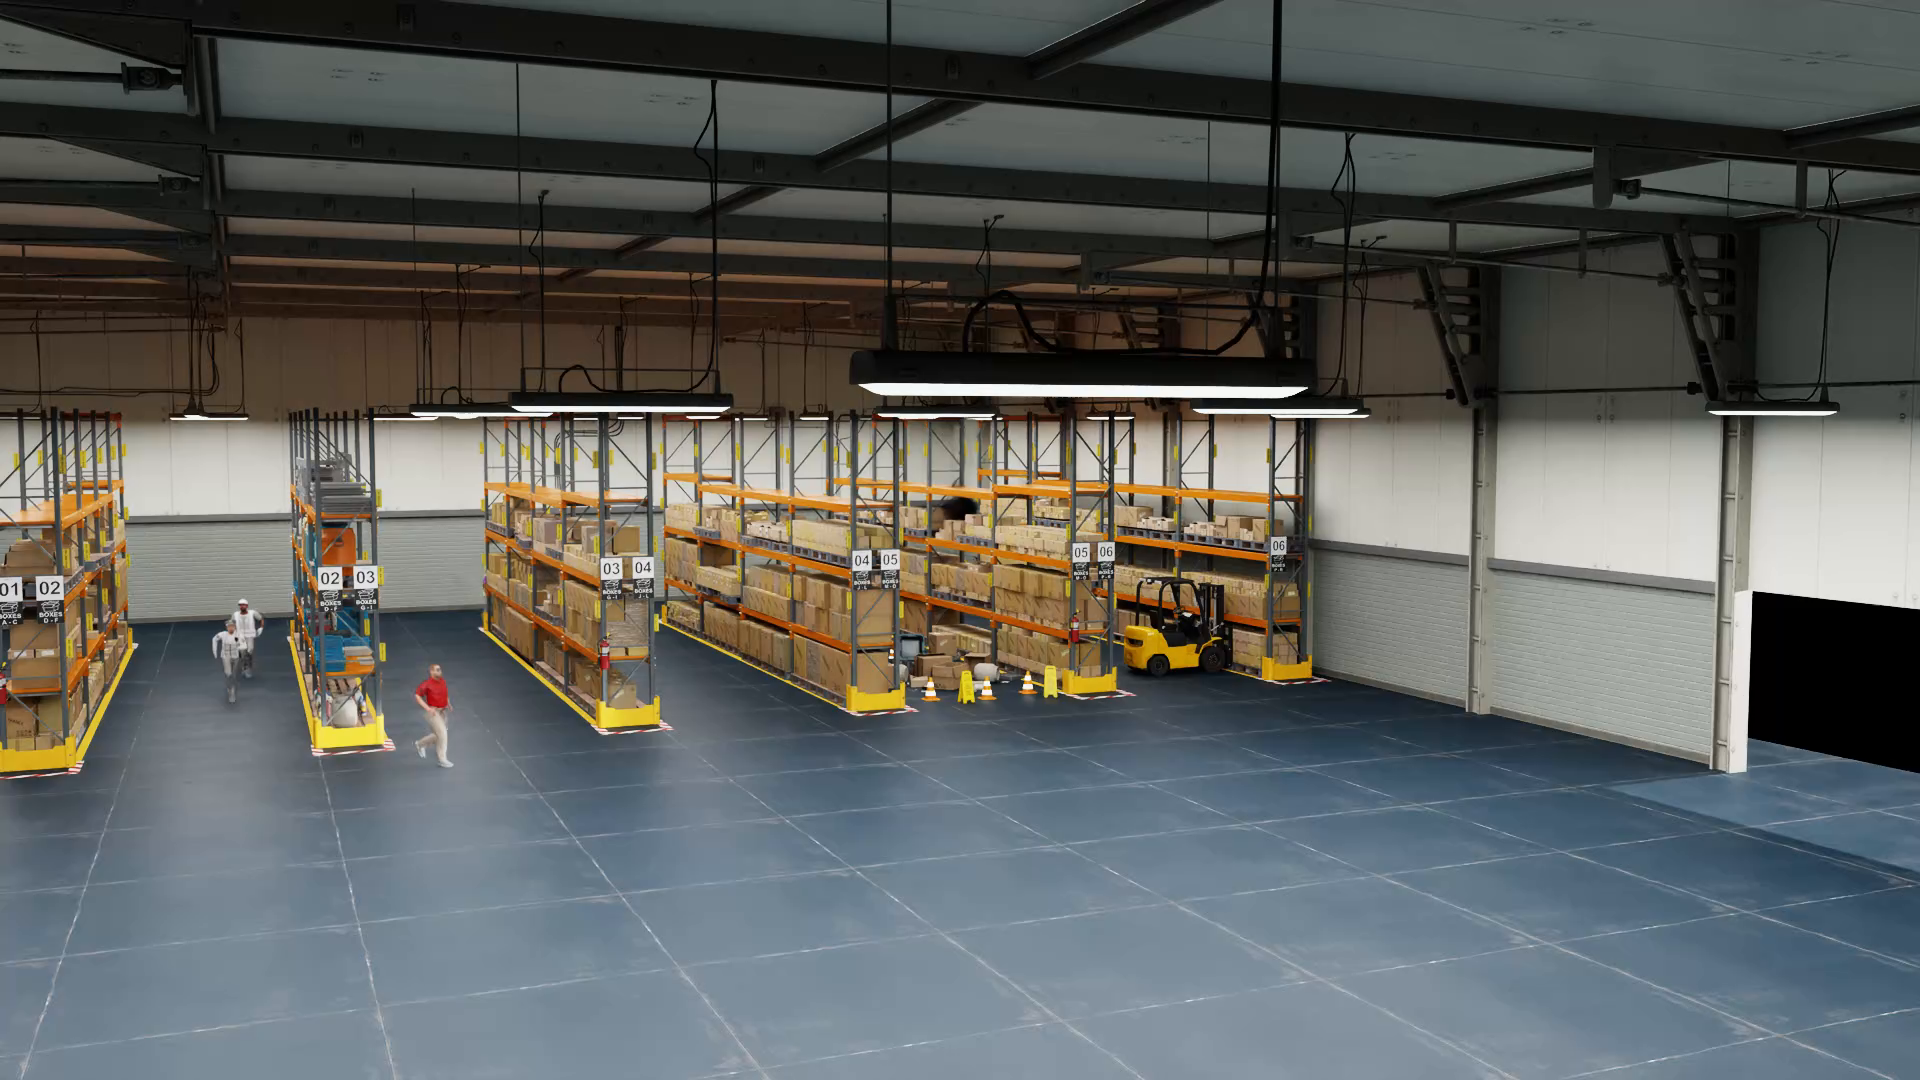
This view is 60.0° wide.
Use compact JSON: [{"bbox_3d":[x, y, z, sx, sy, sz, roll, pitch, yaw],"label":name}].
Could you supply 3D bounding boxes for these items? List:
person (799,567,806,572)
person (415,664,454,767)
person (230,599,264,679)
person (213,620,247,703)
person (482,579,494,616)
[{"bbox_3d":[-4.309,1.657,45.496,0.674,1.829,0.811,-3,5,-40],"label":"person"},{"bbox_3d":[-8.828,2.931,27.888,0.792,1.719,0.678,1,4,17],"label":"person"},{"bbox_3d":[-16.105,2.225,37.493,0.689,1.789,0.711,-1,4,-11],"label":"person"},{"bbox_3d":[-15.078,2.482,34.369,0.636,1.726,0.828,-2,5,-28],"label":"person"},{"bbox_3d":[-13.257,1.567,47.113,0.569,1.714,0.710,-1,4,-16],"label":"person"}]
